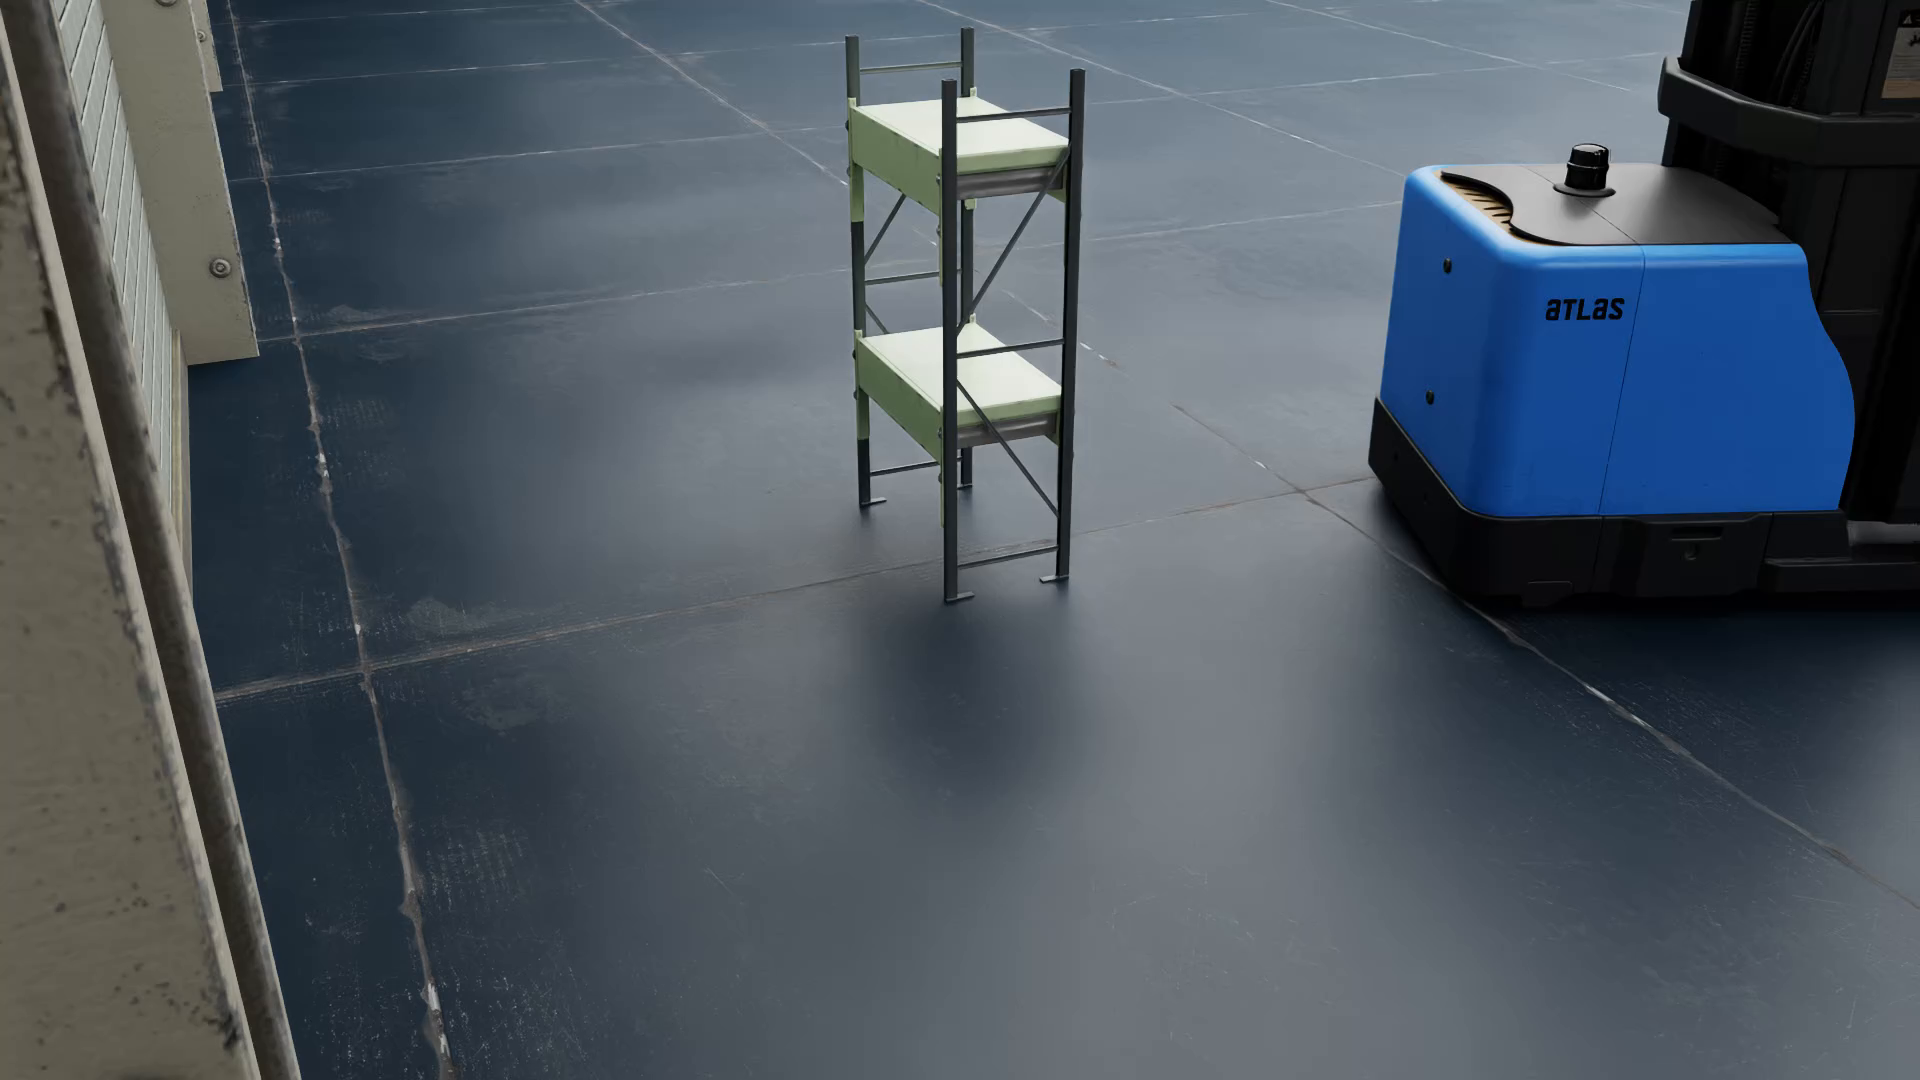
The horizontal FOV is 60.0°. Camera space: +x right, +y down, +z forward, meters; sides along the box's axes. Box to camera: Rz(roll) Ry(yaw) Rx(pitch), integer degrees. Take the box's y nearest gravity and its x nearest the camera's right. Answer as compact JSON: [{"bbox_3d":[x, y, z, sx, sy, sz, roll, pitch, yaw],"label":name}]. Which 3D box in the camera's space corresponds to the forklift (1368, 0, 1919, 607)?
[{"bbox_3d":[2.913,-1.356,4.687,3.031,2.935,1.130,-1,26,-3],"label":"forklift"}]

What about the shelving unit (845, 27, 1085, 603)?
[{"bbox_3d":[-0.003,-0.677,4.926,0.431,1.500,0.755,-11,28,-21],"label":"shelving unit"}]

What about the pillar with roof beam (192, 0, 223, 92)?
[{"bbox_3d":[-1.468,-8.009,11.397,9.100,9.000,0.400,-11,28,-21],"label":"pillar with roof beam"}]

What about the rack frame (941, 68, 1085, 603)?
[{"bbox_3d":[0.141,-0.529,4.624,0.400,1.500,0.023,-11,28,-21],"label":"rack frame"}]

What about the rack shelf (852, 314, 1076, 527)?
[{"bbox_3d":[-0.003,-0.384,5.069,0.431,0.370,0.720,-11,28,-21],"label":"rack shelf"}]

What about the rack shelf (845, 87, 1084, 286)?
[{"bbox_3d":[-0.003,-1.027,4.755,0.431,0.370,0.720,-11,28,-21],"label":"rack shelf"}]

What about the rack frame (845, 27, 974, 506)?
[{"bbox_3d":[-0.146,-0.824,5.229,0.400,1.500,0.023,-11,28,-21],"label":"rack frame"}]

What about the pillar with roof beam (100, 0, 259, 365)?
[{"bbox_3d":[0.882,-5.587,6.436,9.100,9.000,0.400,-11,28,-21],"label":"pillar with roof beam"}]
